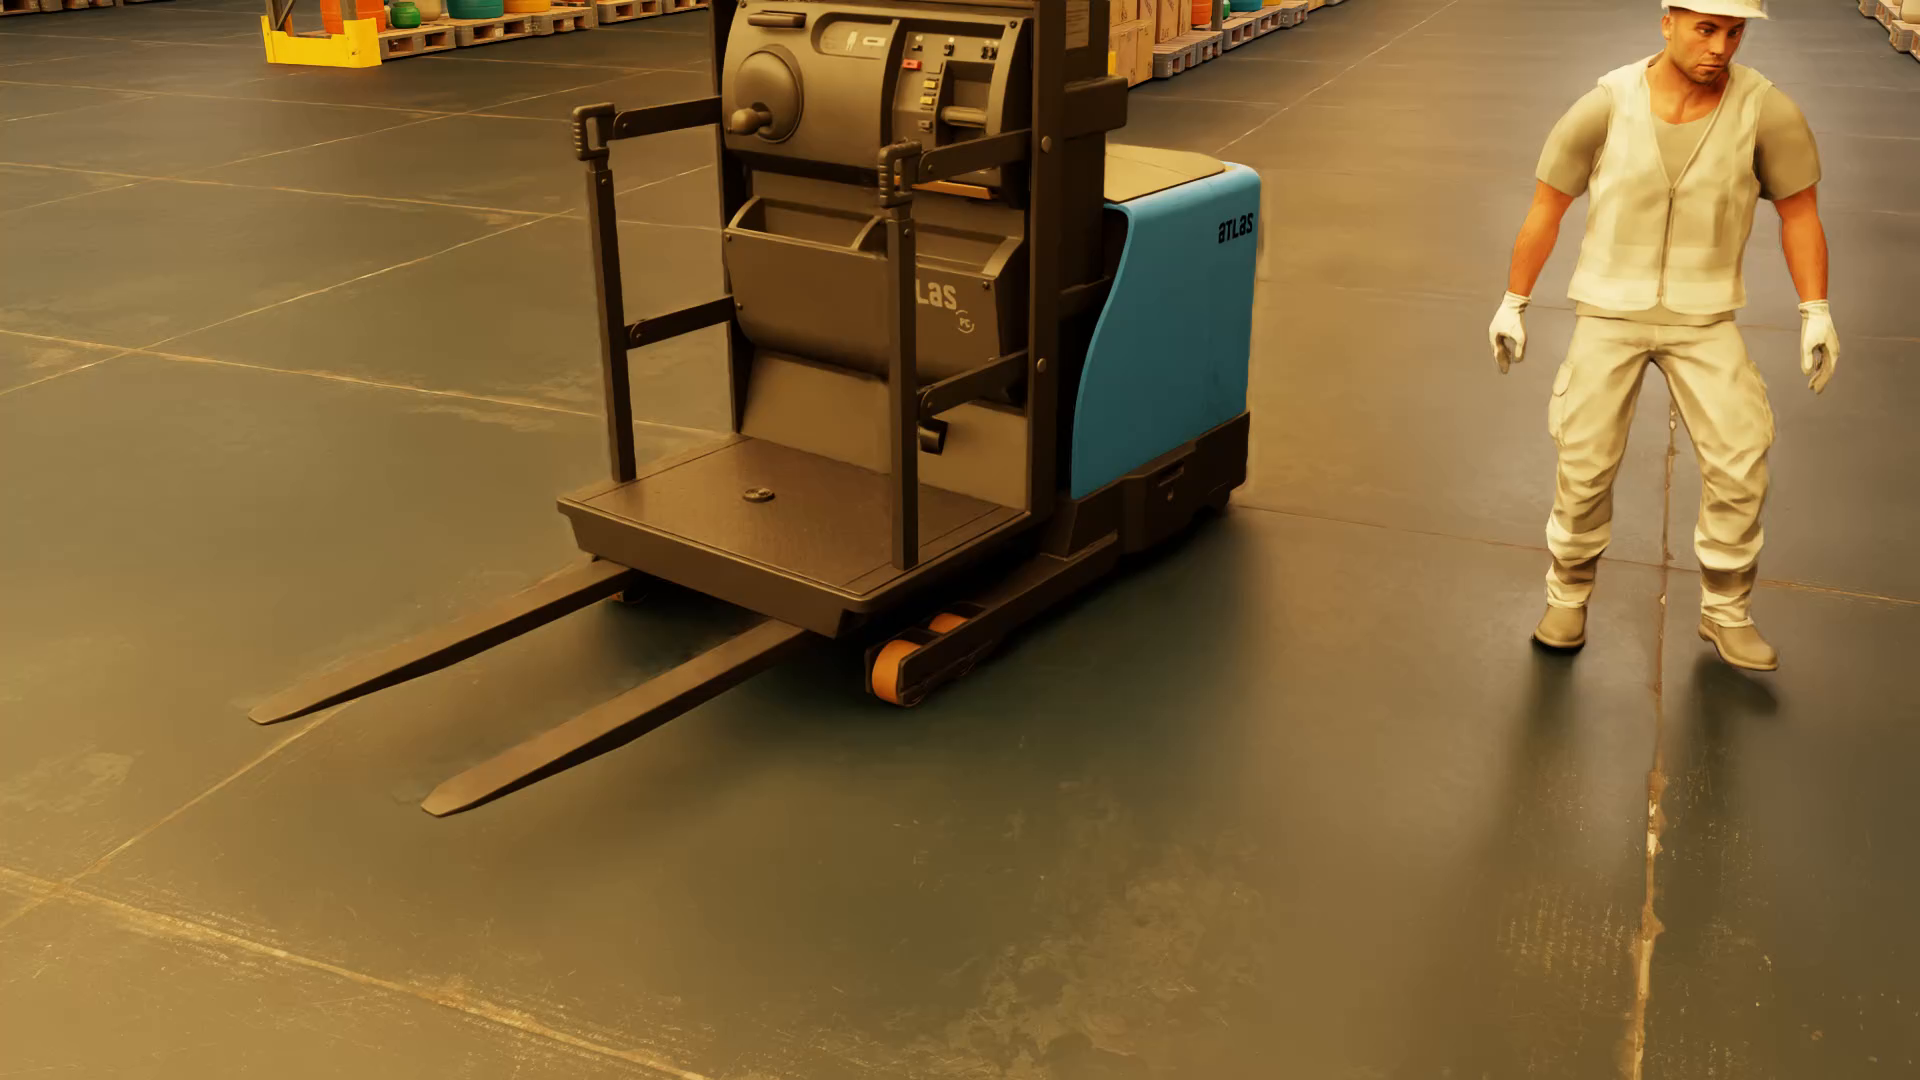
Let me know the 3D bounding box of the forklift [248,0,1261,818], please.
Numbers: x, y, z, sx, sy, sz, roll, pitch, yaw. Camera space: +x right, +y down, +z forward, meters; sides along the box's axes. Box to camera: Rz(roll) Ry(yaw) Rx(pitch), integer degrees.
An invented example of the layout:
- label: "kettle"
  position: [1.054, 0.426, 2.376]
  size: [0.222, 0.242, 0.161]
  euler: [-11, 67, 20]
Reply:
- label: "forklift"
  position: [-0.366, -1.153, 4.051]
  size: [1.130, 2.935, 3.031]
  euler: [16, 28, 34]

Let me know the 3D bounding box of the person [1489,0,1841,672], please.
- label: "person"
  position: [1.722, -0.529, 4.086]
  size: [0.796, 1.754, 0.434]
  euler: [7, 24, 16]
